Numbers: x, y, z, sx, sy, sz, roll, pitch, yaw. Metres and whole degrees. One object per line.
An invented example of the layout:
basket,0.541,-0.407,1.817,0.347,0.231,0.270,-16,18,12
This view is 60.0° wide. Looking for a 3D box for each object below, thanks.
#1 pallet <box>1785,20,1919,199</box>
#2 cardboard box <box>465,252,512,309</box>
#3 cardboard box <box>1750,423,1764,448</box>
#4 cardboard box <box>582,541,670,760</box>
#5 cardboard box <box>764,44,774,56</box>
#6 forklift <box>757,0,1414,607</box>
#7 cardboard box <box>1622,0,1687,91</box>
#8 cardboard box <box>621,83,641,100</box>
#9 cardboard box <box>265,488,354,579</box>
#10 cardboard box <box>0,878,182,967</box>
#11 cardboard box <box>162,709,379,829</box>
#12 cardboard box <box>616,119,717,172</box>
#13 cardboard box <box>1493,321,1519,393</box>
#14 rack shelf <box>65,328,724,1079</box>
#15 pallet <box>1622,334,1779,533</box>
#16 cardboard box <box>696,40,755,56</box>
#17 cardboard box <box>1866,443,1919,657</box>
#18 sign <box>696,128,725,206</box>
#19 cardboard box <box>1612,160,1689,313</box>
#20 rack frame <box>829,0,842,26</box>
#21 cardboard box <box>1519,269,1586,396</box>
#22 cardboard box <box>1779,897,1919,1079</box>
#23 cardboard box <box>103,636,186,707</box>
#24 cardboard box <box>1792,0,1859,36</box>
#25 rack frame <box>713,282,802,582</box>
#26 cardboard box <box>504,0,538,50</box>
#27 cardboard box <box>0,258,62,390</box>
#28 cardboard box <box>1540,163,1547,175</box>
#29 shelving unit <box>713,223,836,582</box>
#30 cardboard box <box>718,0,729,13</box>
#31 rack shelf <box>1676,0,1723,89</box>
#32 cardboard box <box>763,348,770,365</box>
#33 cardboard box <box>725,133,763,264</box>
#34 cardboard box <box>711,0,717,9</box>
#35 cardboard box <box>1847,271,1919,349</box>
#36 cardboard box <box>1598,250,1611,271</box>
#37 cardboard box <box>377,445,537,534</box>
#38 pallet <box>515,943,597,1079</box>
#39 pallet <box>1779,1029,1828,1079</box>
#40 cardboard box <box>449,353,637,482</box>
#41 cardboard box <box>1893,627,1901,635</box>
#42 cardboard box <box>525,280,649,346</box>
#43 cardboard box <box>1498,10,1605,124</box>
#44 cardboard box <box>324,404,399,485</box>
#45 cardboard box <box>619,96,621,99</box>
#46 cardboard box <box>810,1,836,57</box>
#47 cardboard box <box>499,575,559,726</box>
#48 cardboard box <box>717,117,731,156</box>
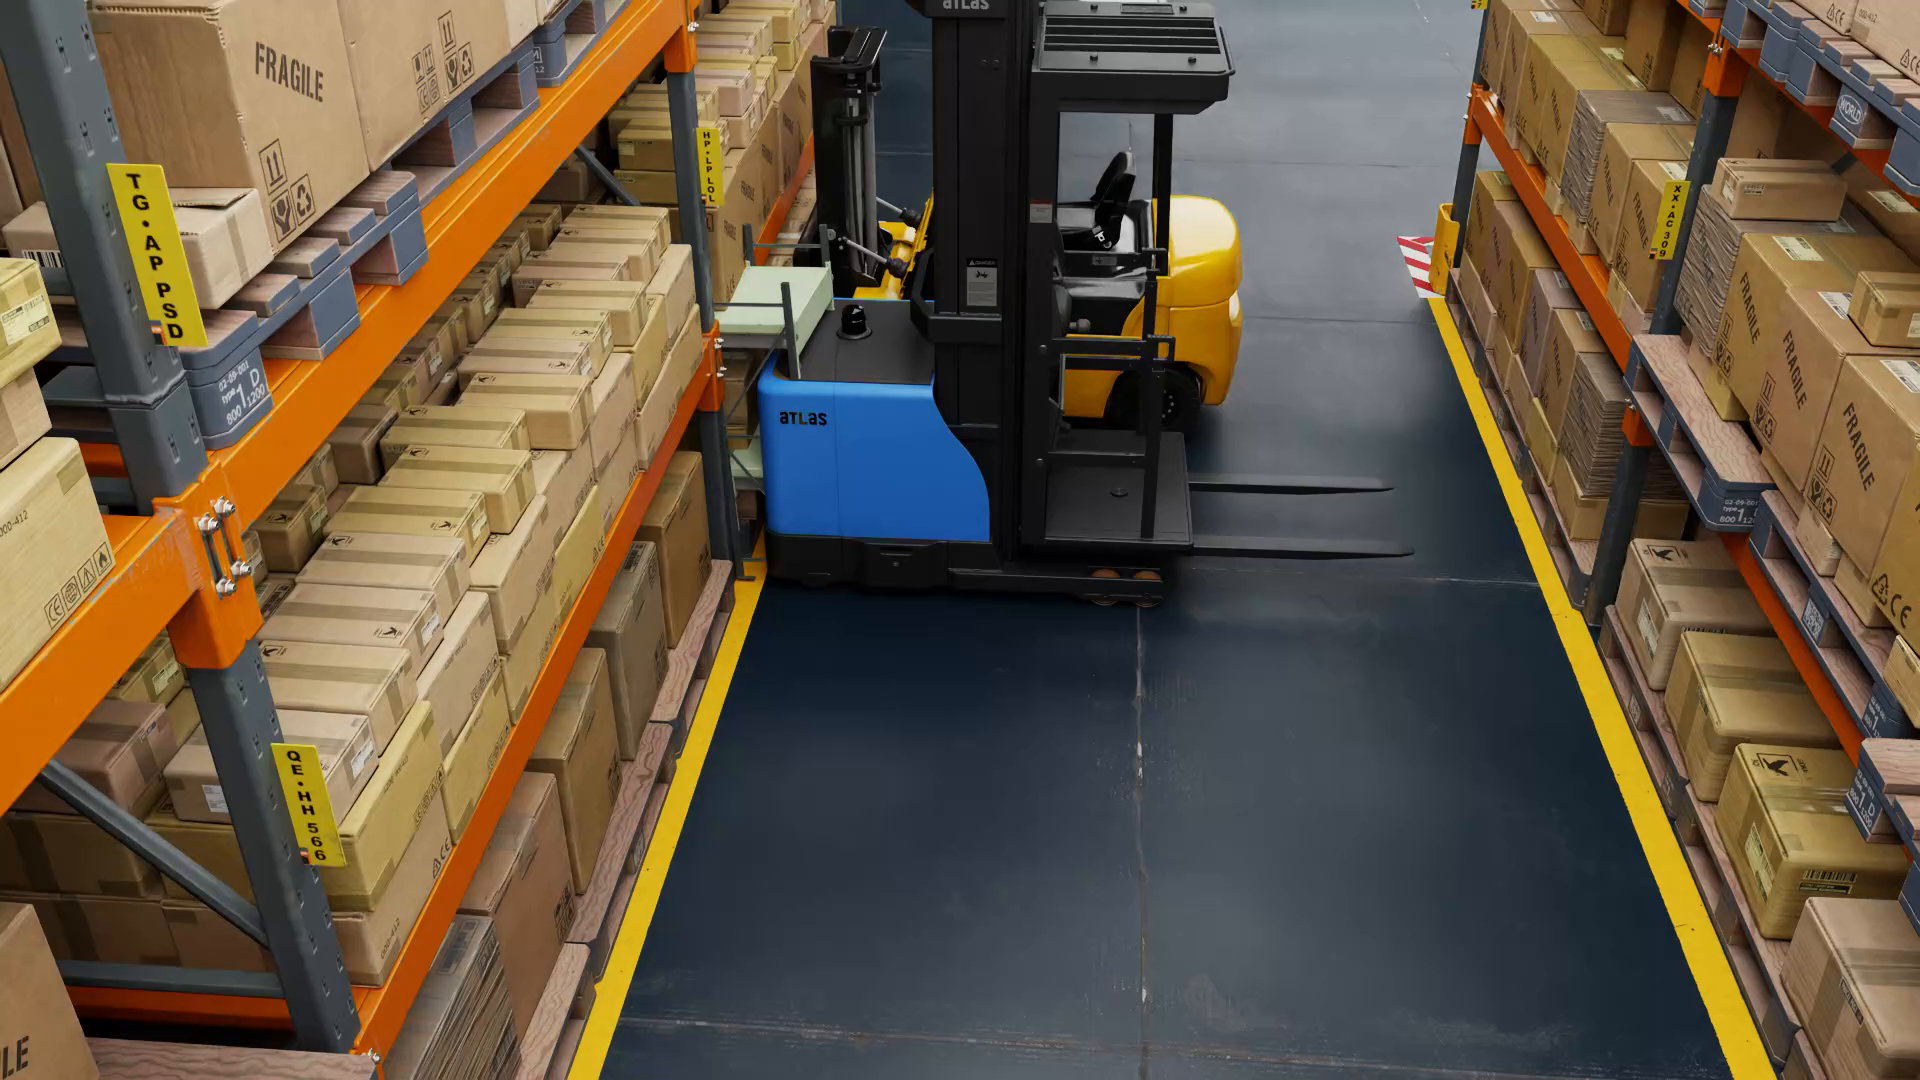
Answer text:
pallet,3.136,-1.222,4.694,1.213,0.211,1.003,2,32,4
cardboard box,-1.911,-0.971,6.254,0.380,0.149,0.250,2,32,4
cardboard box,3.038,-0.401,5.880,0.380,0.149,0.250,4,32,7
cardboard box,-1.676,0.415,6.581,0.875,0.625,0.625,2,32,3
cardboard box,-1.187,-2.515,8.758,0.380,0.149,0.250,2,32,4
forklift,0.623,-1.225,7.444,3.031,2.935,1.130,2,32,3
cardboard box,3.709,-2.506,8.125,0.700,0.500,0.500,2,32,4
cardboard box,-1.692,-2.127,8.129,0.380,0.149,0.250,3,32,6
cardboard box,-2.056,0.071,4.943,0.500,0.250,0.500,2,32,4
cardboard box,-2.118,0.814,4.214,0.500,0.250,0.500,2,32,3
cardboard box,-1.580,0.523,3.829,0.380,0.149,0.250,3,32,5
cardboard box,-1.252,-1.695,7.145,0.380,0.149,0.250,3,32,5
cardboard box,3.277,-1.023,9.272,0.500,0.250,0.500,5,32,7
rack shelf,-1.737,0.256,5.661,1.077,0.370,4.000,2,32,4
pallet,3.167,-0.411,6.240,1.003,0.211,1.213,2,32,4
cardboard box,-1.226,-2.372,8.243,0.380,0.149,0.250,2,32,4
cardboard box,2.879,0.073,4.493,0.500,0.500,0.500,0,32,1
sign,-1.032,-1.537,6.857,0.100,0.325,0.005,2,32,4
cardboard box,3.162,-1.298,7.118,0.500,0.500,0.500,2,32,3
rack frame,-1.248,-3.188,10.563,1.000,3.000,0.127,2,32,4
cardboard box,3.234,-1.067,8.628,0.500,0.500,0.500,4,32,7
cardboard box,3.156,1.464,5.119,0.950,0.372,0.625,2,32,3
cardboard box,-2.165,0.357,4.099,0.380,0.149,0.250,3,32,5
cardboard box,2.886,-1.724,5.072,0.500,0.250,0.500,2,32,3
rack frame,-0.897,-0.460,7.524,0.400,1.500,0.023,2,30,9
cardboard box,-1.423,-1.496,4.703,0.380,0.149,0.250,2,32,3
cardboard box,-1.633,-0.321,2.533,0.380,0.149,0.250,3,32,6
cardboard box,3.341,-2.026,8.917,0.380,0.149,0.250,3,32,6
shelving unit,-0.842,-0.643,7.837,0.431,1.500,0.755,2,30,9
cardboard box,-1.145,-3.041,9.329,0.380,0.149,0.250,3,32,4
rack shelf,3.537,-2.902,7.927,1.077,0.370,4.000,2,32,4
cardboard box,-1.170,-1.036,8.340,0.500,0.250,0.500,3,32,4
cardboard box,-1.252,-1.632,7.945,0.500,0.500,0.500,3,32,5
cardboard box,-1.586,-3.064,9.365,0.380,0.149,0.250,3,32,4
cardboard box,2.997,-0.707,5.140,0.380,0.149,0.250,4,32,7
cardboard box,3.243,-1.353,7.826,0.380,0.149,0.250,2,32,3
cardboard box,-1.485,-0.152,4.925,0.380,0.149,0.250,3,32,5
pallet,-1.794,1.754,5.203,1.003,0.211,1.213,2,32,4
pallet,3.113,1.984,4.829,1.003,0.211,1.213,2,32,4
cardboard box,-1.441,-0.441,5.773,0.500,0.250,0.500,3,32,5
cardboard box,2.949,0.274,4.786,0.380,0.149,0.250,3,32,4
cardboard box,-1.345,-0.822,6.011,0.380,0.149,0.250,2,32,2
cardboard box,3.345,-2.640,9.296,0.500,0.500,0.500,3,32,5
cardboard box,-1.969,-0.305,5.173,0.380,0.149,0.250,3,32,5
cardboard box,-1.821,-2.123,7.839,0.380,0.149,0.250,2,32,3
cardboard box,-1.026,-2.962,10.101,0.500,0.500,0.500,2,32,3
cardboard box,-1.539,0.305,5.038,0.500,0.250,0.500,1,32,2
cardboard box,-1.273,-1.843,7.668,0.380,0.149,0.250,2,32,4
